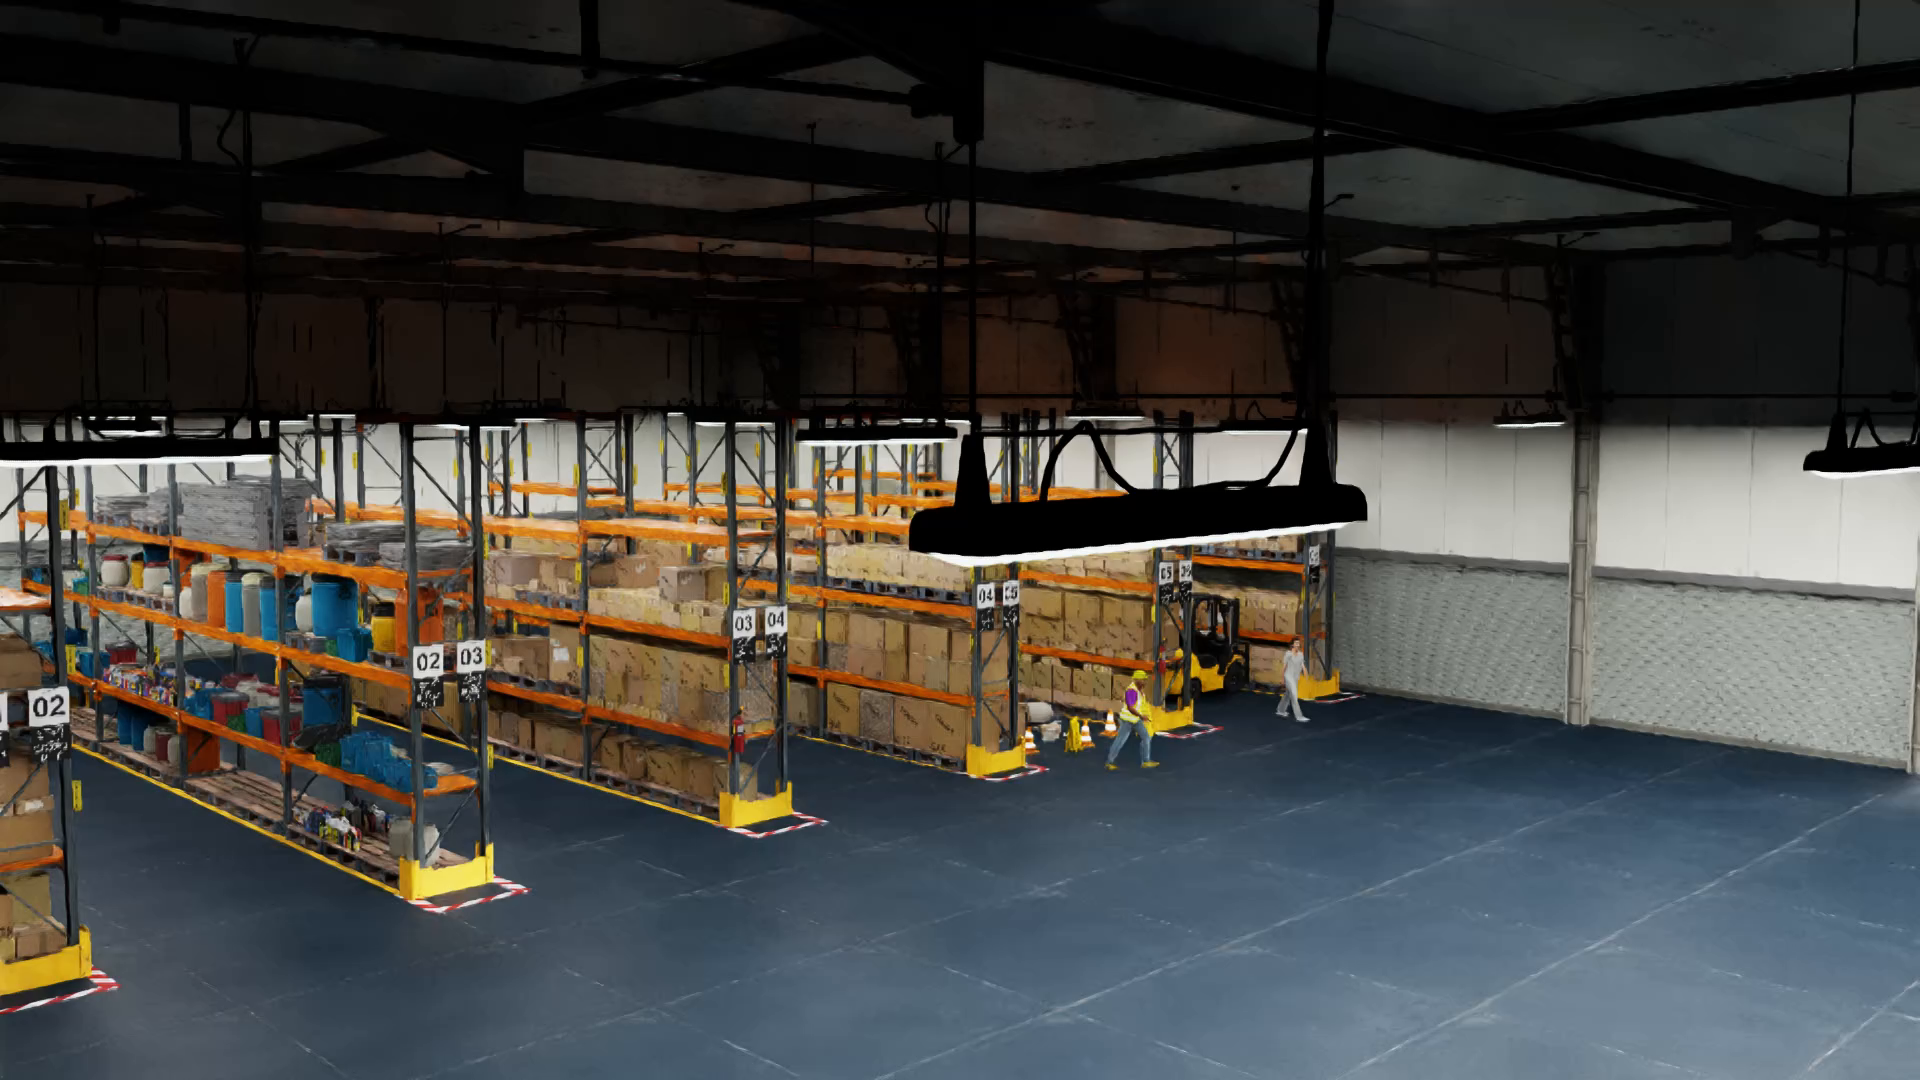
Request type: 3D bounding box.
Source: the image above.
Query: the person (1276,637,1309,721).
[{"bbox_3d":[6.534,2.695,32.467,0.444,1.598,1.003,-3,6,-35],"label":"person"}]

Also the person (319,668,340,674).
[{"bbox_3d":[-11.634,2.912,30.620,0.519,1.541,0.566,5,7,42],"label":"person"}]

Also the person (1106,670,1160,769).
[{"bbox_3d":[2.904,3.032,28.147,0.828,1.701,0.704,3,6,27],"label":"person"}]
